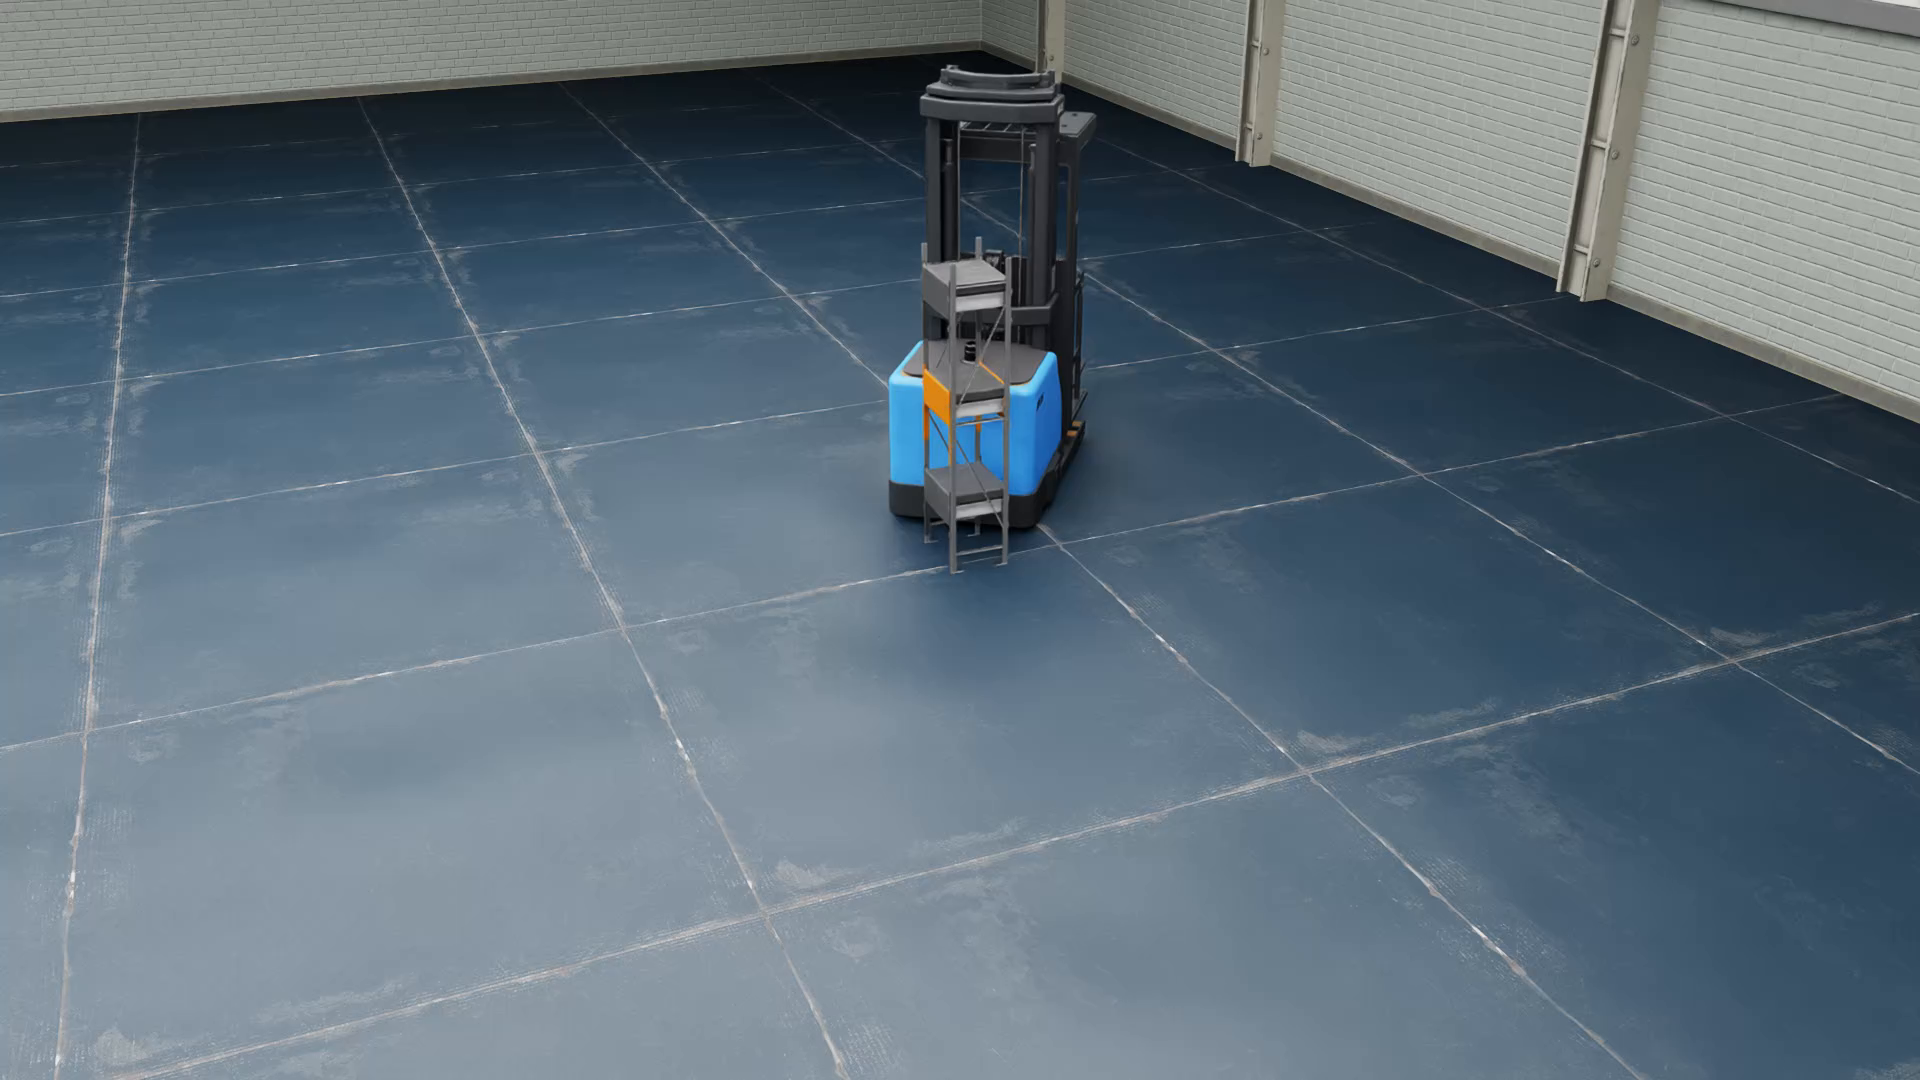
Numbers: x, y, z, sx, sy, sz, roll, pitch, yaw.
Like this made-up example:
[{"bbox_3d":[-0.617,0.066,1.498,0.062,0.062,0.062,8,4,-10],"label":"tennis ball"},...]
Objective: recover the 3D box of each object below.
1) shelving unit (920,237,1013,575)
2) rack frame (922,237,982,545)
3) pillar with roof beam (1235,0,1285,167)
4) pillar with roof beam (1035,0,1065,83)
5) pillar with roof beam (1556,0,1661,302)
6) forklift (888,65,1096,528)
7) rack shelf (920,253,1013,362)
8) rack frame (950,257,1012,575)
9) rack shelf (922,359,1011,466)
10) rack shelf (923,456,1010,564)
[{"bbox_3d":[0.038,-0.846,10.736,0.431,2.100,0.503,-10,28,-19],"label":"shelving unit"},{"bbox_3d":[-0.052,-0.946,10.941,0.400,2.100,0.015,-10,28,-19],"label":"rack frame"},{"bbox_3d":[-0.202,-8.141,17.813,9.100,9.000,0.400,-11,28,-21],"label":"pillar with roof beam"},{"bbox_3d":[-2.551,-10.563,22.774,9.100,9.000,0.400,-11,28,-21],"label":"pillar with roof beam"},{"bbox_3d":[2.148,-5.719,12.852,9.100,9.000,0.400,-11,28,-21],"label":"pillar with roof beam"},{"bbox_3d":[0.356,-2.027,12.206,1.130,2.935,3.031,6,27,13],"label":"forklift"},{"bbox_3d":[0.038,-1.463,10.435,0.431,0.518,0.480,-10,28,-19],"label":"rack shelf"},{"bbox_3d":[0.127,-0.747,10.532,0.400,2.100,0.015,-10,28,-19],"label":"rack frame"},{"bbox_3d":[0.038,-0.834,10.742,0.431,0.518,0.480,-10,28,-19],"label":"rack shelf"},{"bbox_3d":[0.038,-0.205,11.050,0.431,0.518,0.480,-10,28,-19],"label":"rack shelf"}]
